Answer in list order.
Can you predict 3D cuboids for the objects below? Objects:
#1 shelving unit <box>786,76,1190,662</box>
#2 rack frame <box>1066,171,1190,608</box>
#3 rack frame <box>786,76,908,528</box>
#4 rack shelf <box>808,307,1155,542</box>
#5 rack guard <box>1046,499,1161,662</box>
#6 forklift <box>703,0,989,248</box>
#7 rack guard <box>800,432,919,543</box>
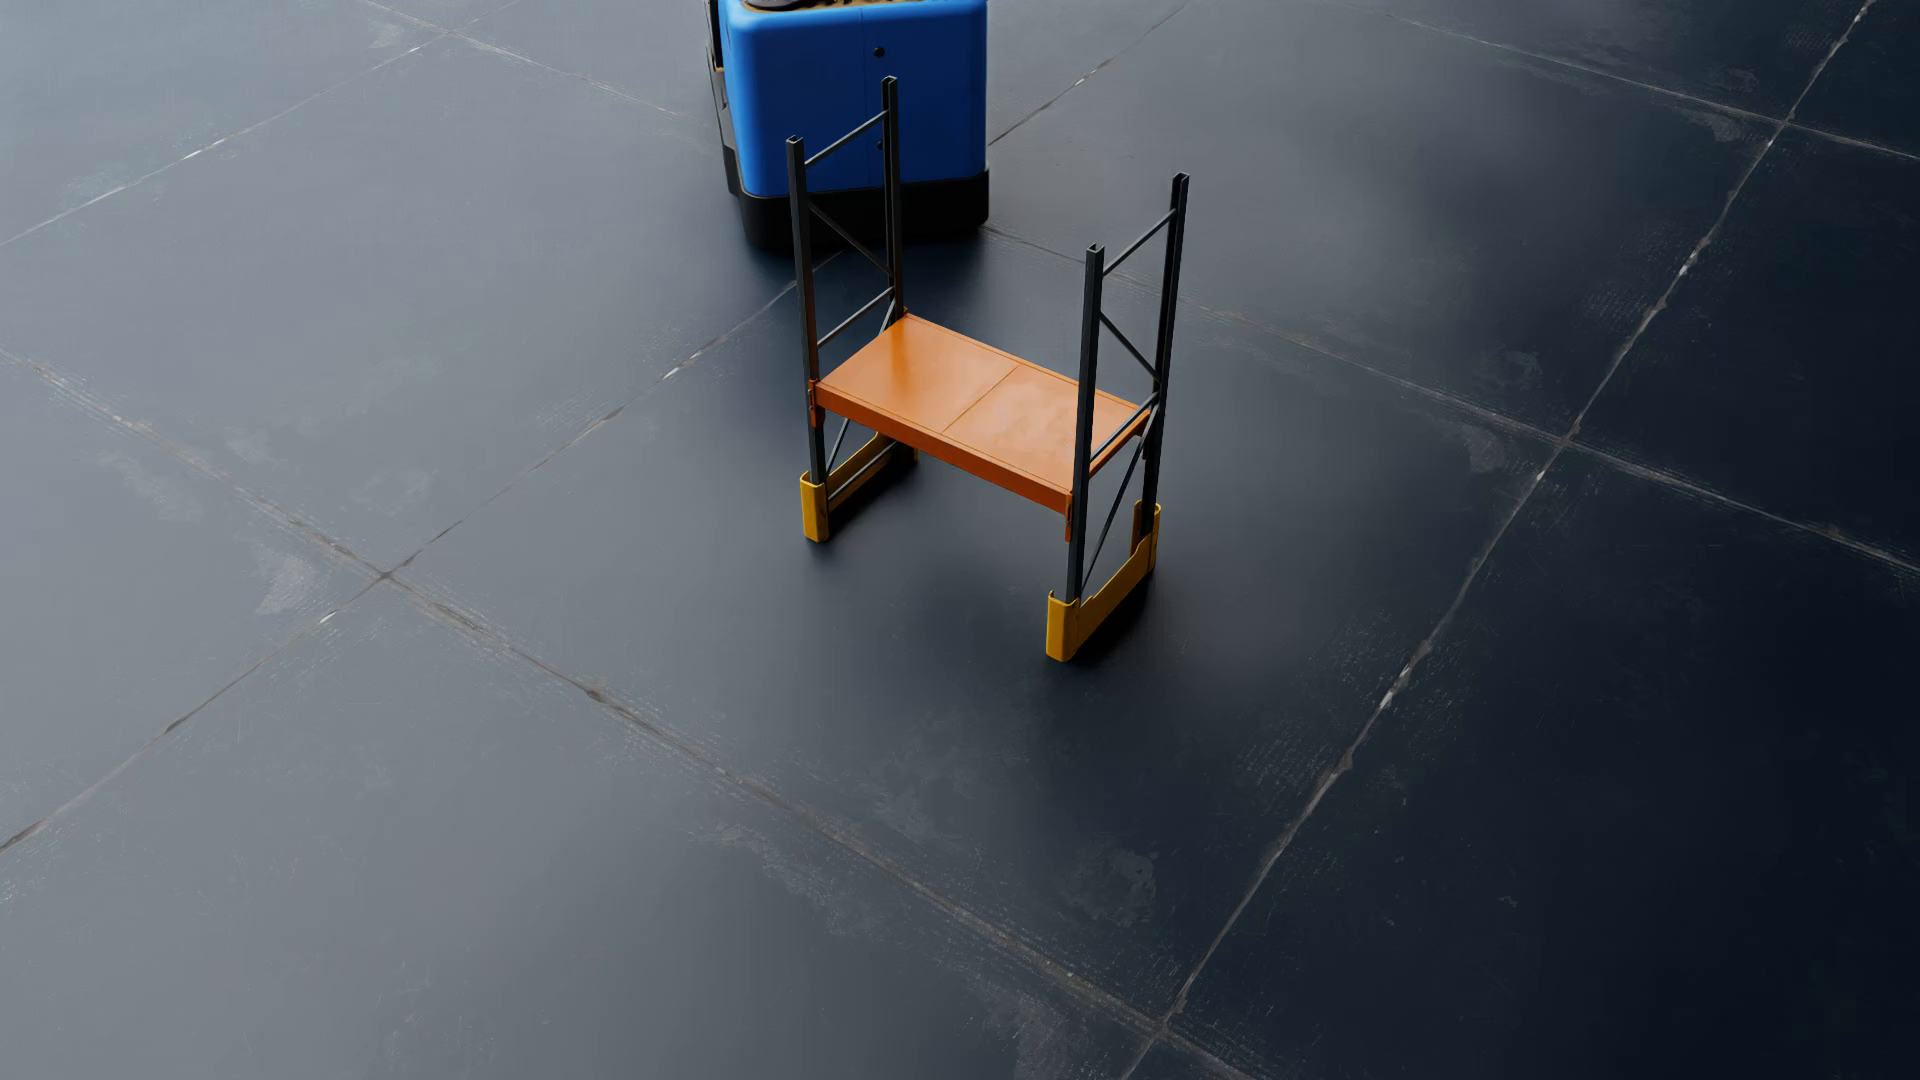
[{"bbox_3d":[0.062,-0.530,5.217,1.083,1.500,0.587,25,48,25],"label":"shelving unit"},{"bbox_3d":[0.486,-0.332,4.996,0.032,1.500,0.500,25,48,25],"label":"rack frame"},{"bbox_3d":[-0.346,-0.721,5.431,0.032,1.500,0.500,25,48,25],"label":"rack frame"},{"bbox_3d":[0.070,-0.392,5.333,1.000,0.185,0.538,25,48,25],"label":"rack shelf"},{"bbox_3d":[0.470,0.127,5.421,0.087,0.250,0.587,25,48,25],"label":"rack guard"},{"bbox_3d":[-0.658,-3.315,7.256,1.130,2.935,3.031,-7,42,-8],"label":"forklift"},{"bbox_3d":[-0.345,-0.255,5.847,0.087,0.250,0.587,25,48,25],"label":"rack guard"}]
